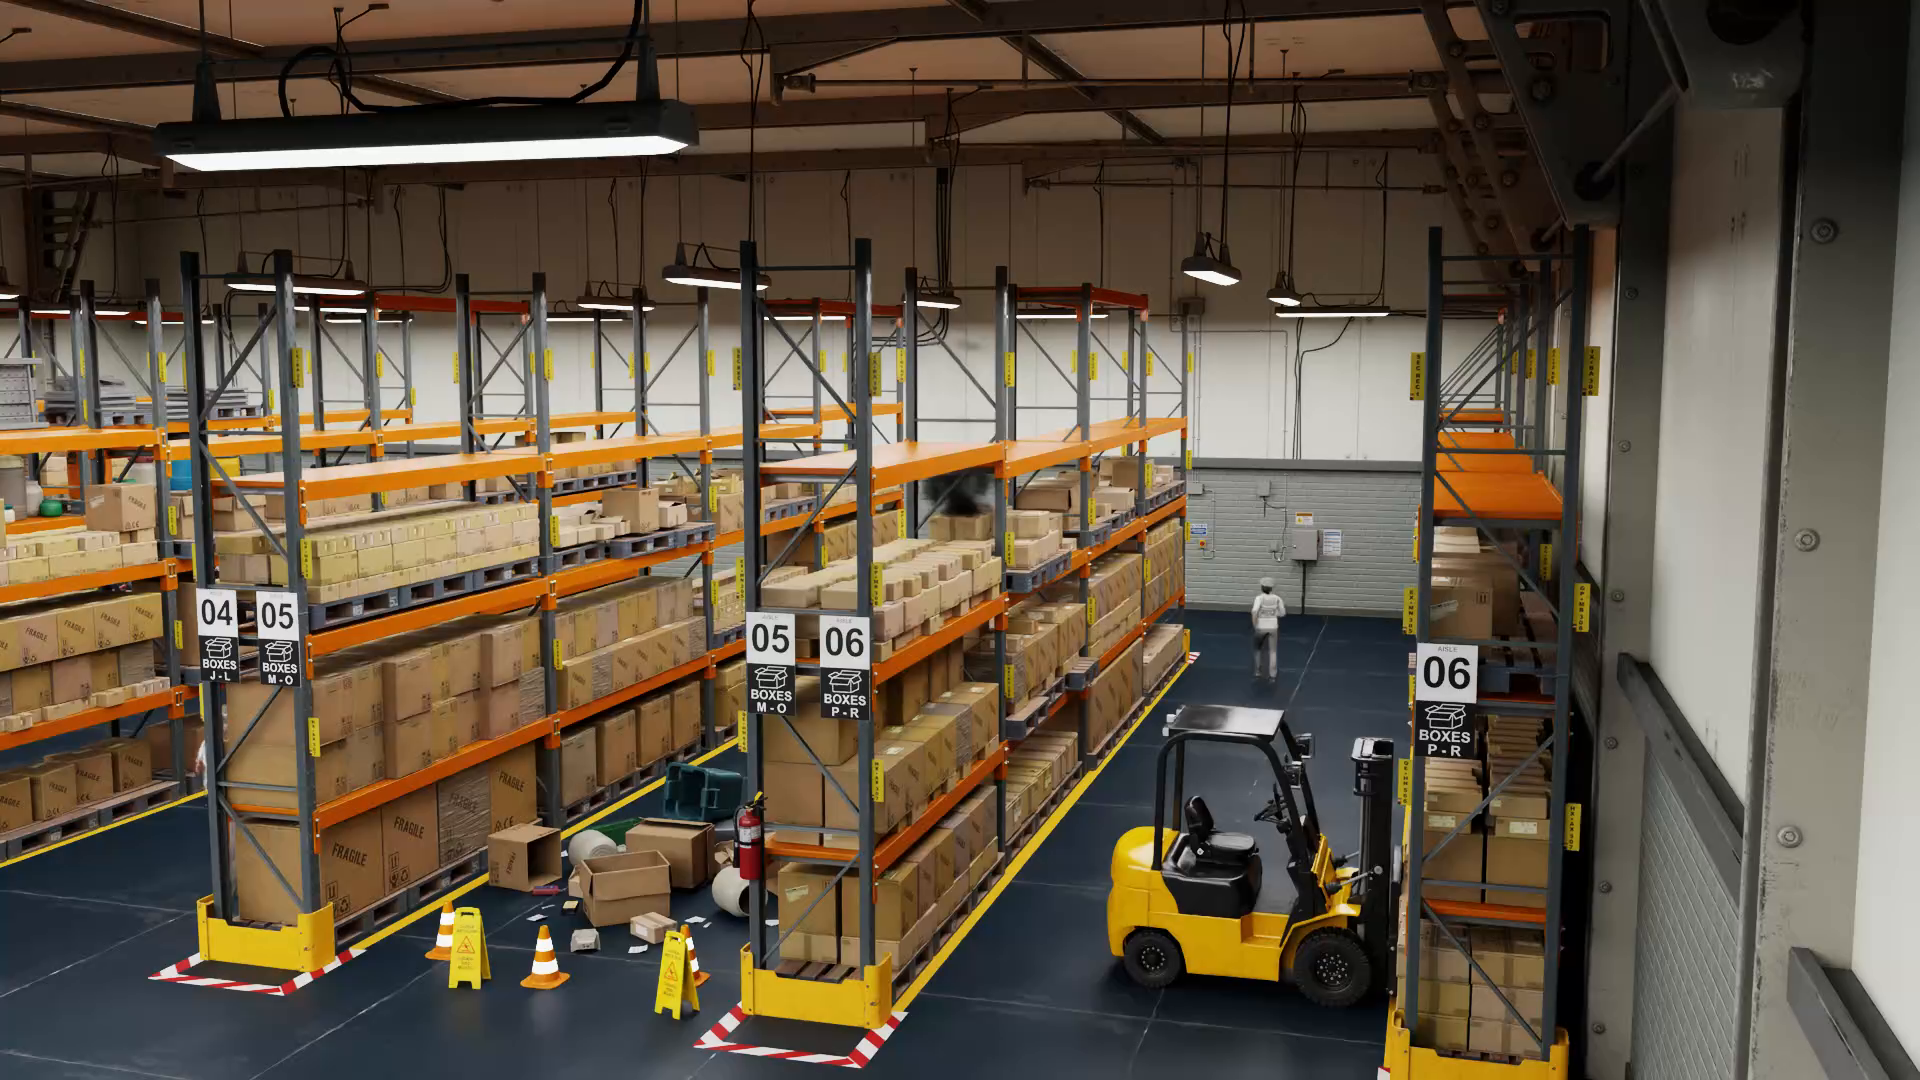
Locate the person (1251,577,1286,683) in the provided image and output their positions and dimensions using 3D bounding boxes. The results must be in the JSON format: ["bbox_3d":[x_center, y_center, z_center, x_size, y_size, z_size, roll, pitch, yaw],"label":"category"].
[{"bbox_3d":[4.789,1.448,25.858,0.578,1.739,0.996,0,6,2],"label":"person"}]

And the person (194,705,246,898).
[{"bbox_3d":[-7.050,2.489,16.055,0.645,1.840,0.771,1,6,10],"label":"person"}]
